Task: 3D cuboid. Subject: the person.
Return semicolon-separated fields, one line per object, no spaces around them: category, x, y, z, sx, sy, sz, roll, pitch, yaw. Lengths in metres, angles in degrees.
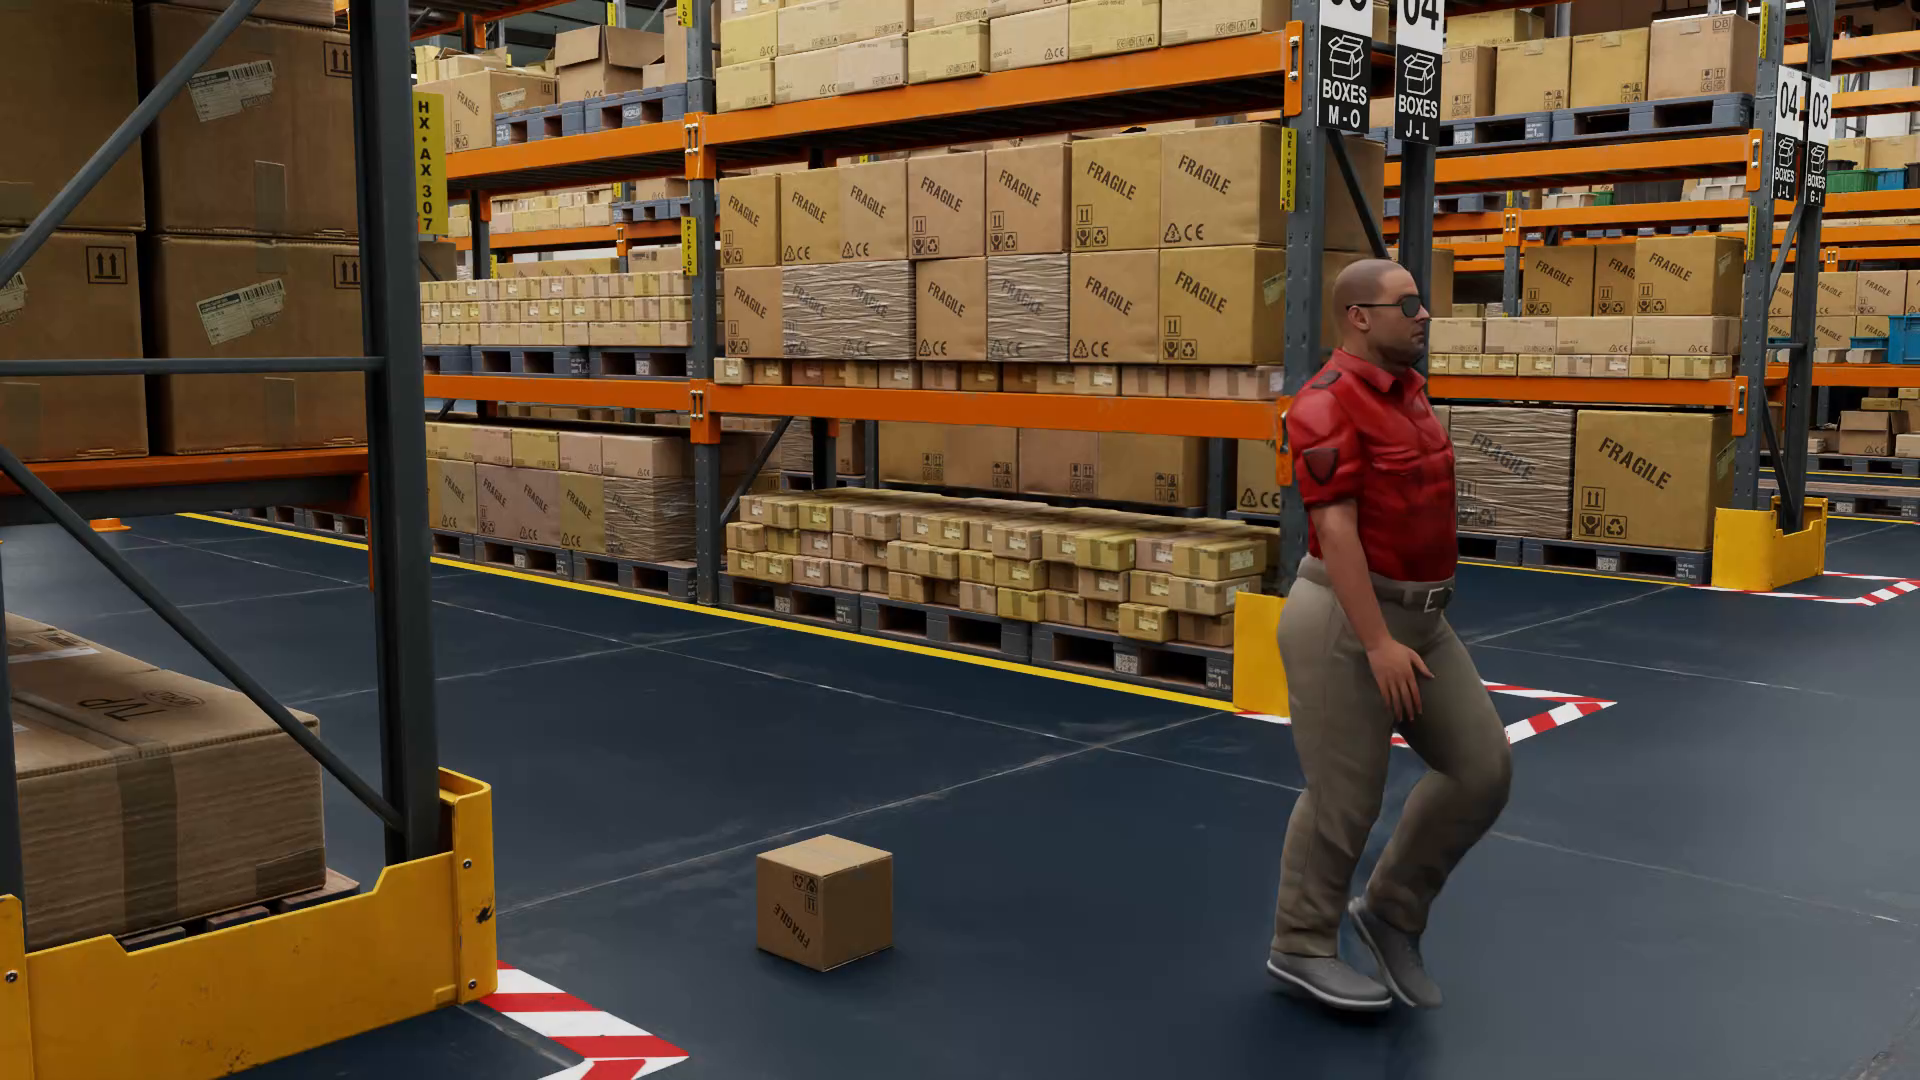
person;0.982;0.254;3.826;0.544;1.783;0.486;-7;10;-44
